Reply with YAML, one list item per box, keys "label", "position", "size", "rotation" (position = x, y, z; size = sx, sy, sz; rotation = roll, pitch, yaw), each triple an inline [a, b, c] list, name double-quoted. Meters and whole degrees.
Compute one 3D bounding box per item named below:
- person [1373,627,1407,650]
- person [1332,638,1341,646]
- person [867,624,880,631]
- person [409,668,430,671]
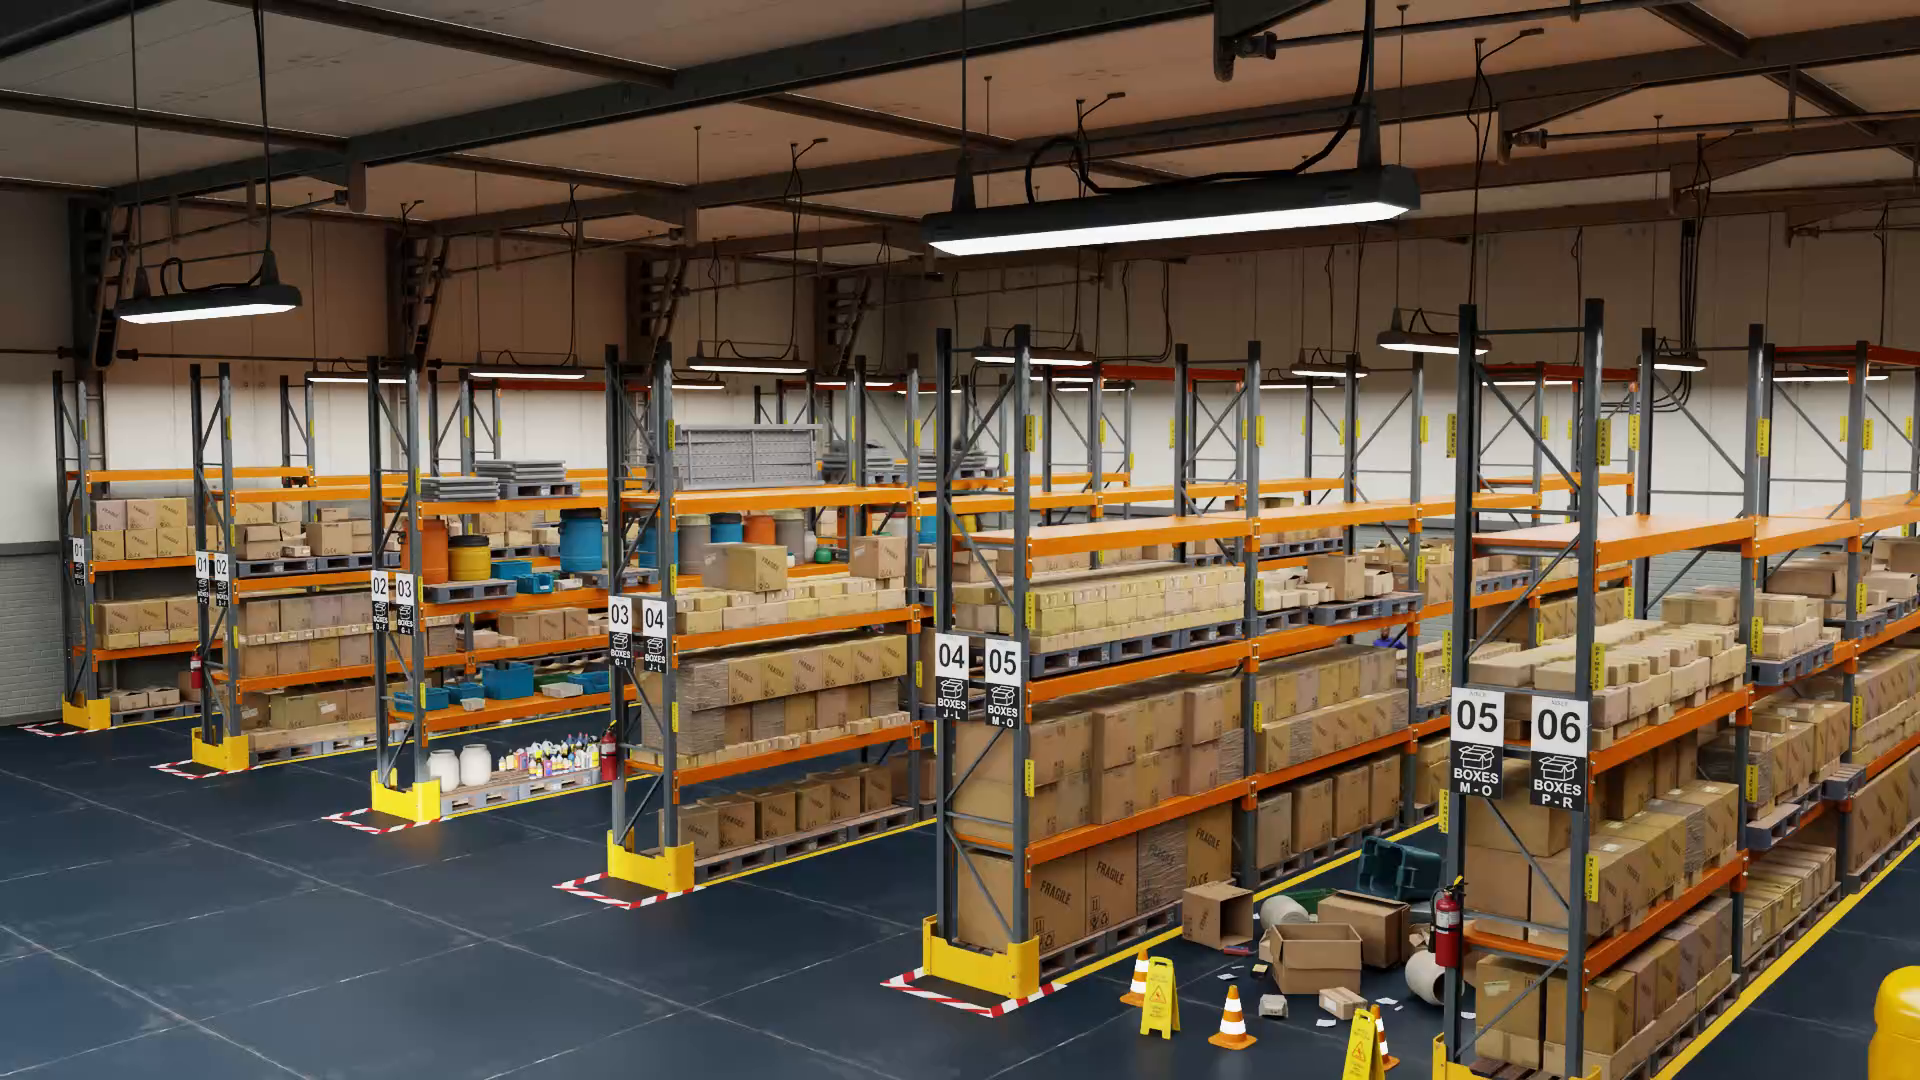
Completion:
- label: "person"
  position: [7.379, 2.294, 28.715]
  size: [0.515, 1.667, 0.671]
  rotation: [3, 5, 40]
- label: "person"
  position: [6.163, 2.386, 27.223]
  size: [0.539, 1.582, 0.893]
  rotation: [3, 5, 35]
- label: "person"
  position: [-1.612, 1.631, 32.822]
  size: [0.649, 1.780, 0.673]
  rotation: [2, 5, 26]
- label: "person"
  position: [-9.666, 2.230, 29.493]
  size: [0.592, 1.616, 0.580]
  rotation: [3, 5, 34]
